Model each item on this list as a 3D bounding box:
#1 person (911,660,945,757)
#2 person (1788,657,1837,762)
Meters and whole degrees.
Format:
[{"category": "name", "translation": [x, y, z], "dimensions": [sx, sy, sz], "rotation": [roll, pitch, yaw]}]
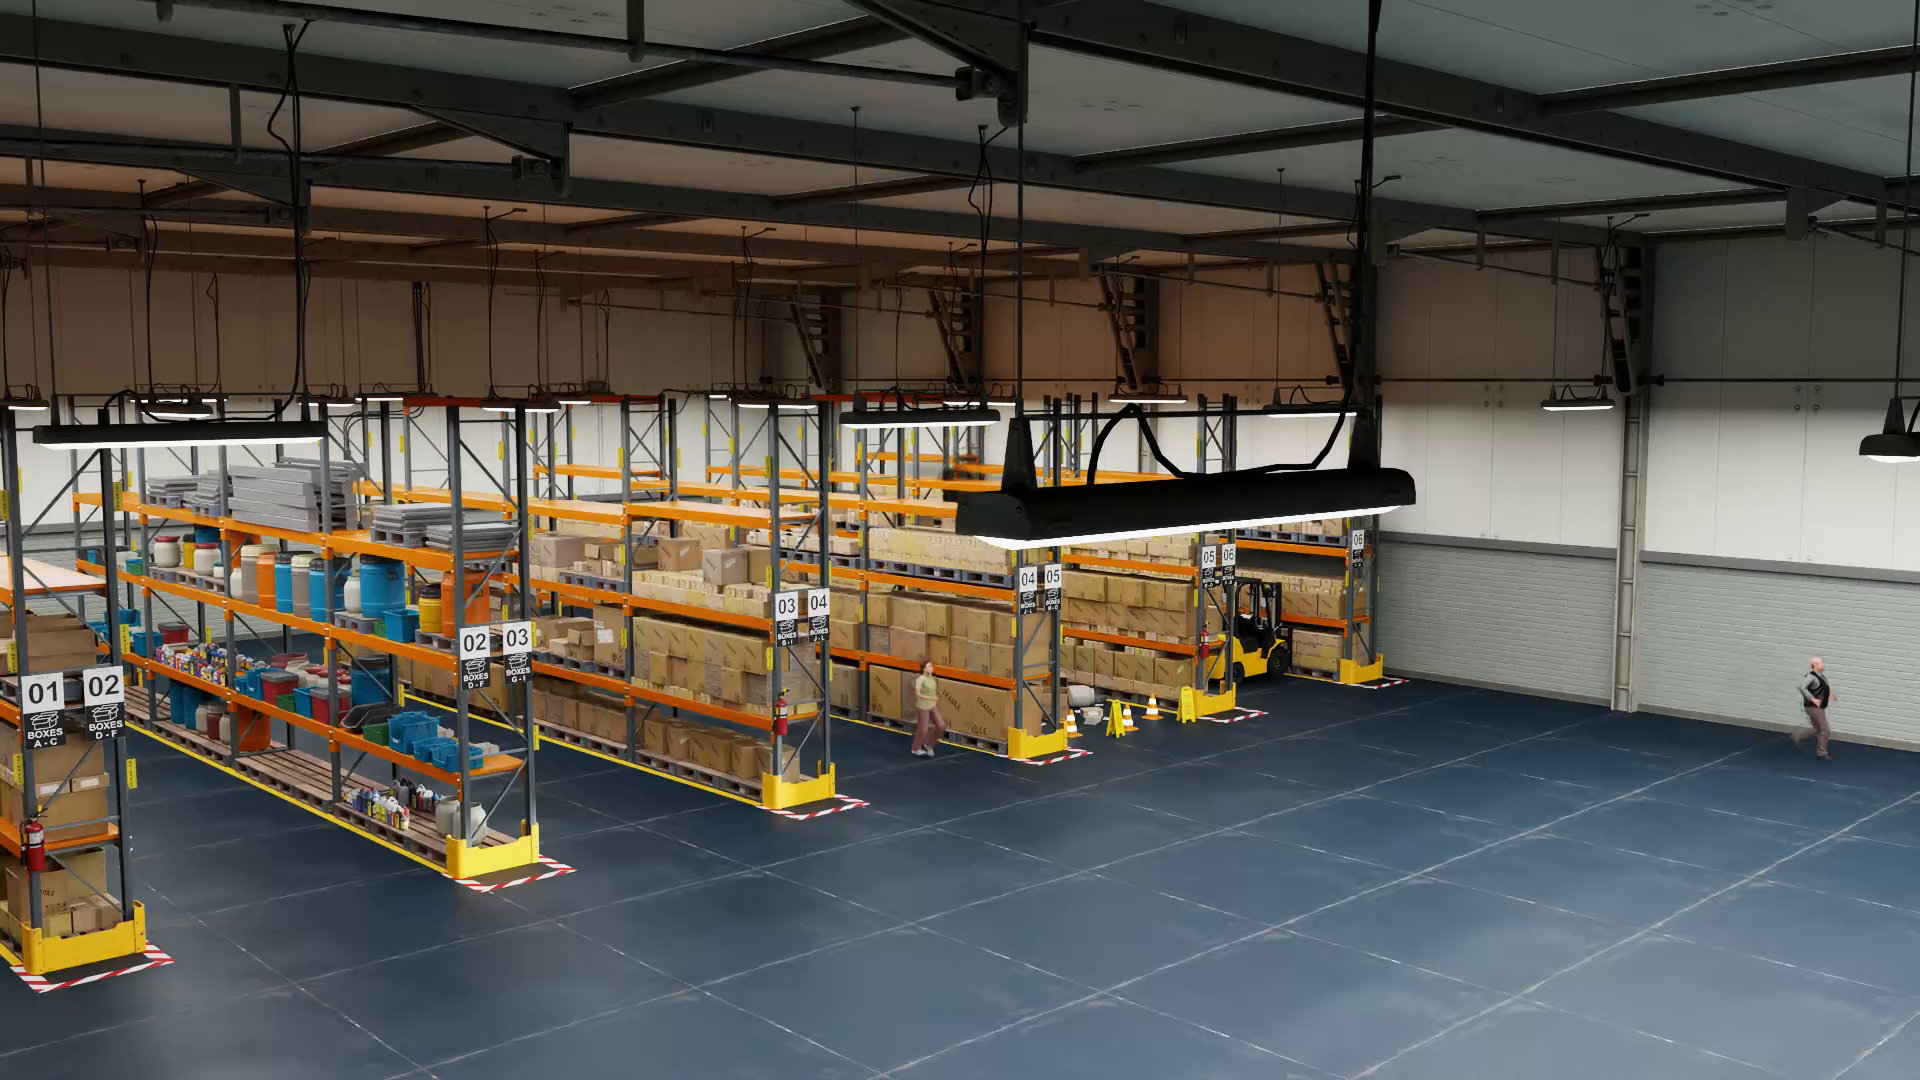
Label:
[{"category": "person", "translation": [-0.536, 2.825, 27.803], "dimensions": [0.647, 1.678, 0.605], "rotation": [4, 7, 38]}, {"category": "person", "translation": [14.220, 2.803, 27.716], "dimensions": [0.767, 1.716, 0.669], "rotation": [4, 7, 39]}]
